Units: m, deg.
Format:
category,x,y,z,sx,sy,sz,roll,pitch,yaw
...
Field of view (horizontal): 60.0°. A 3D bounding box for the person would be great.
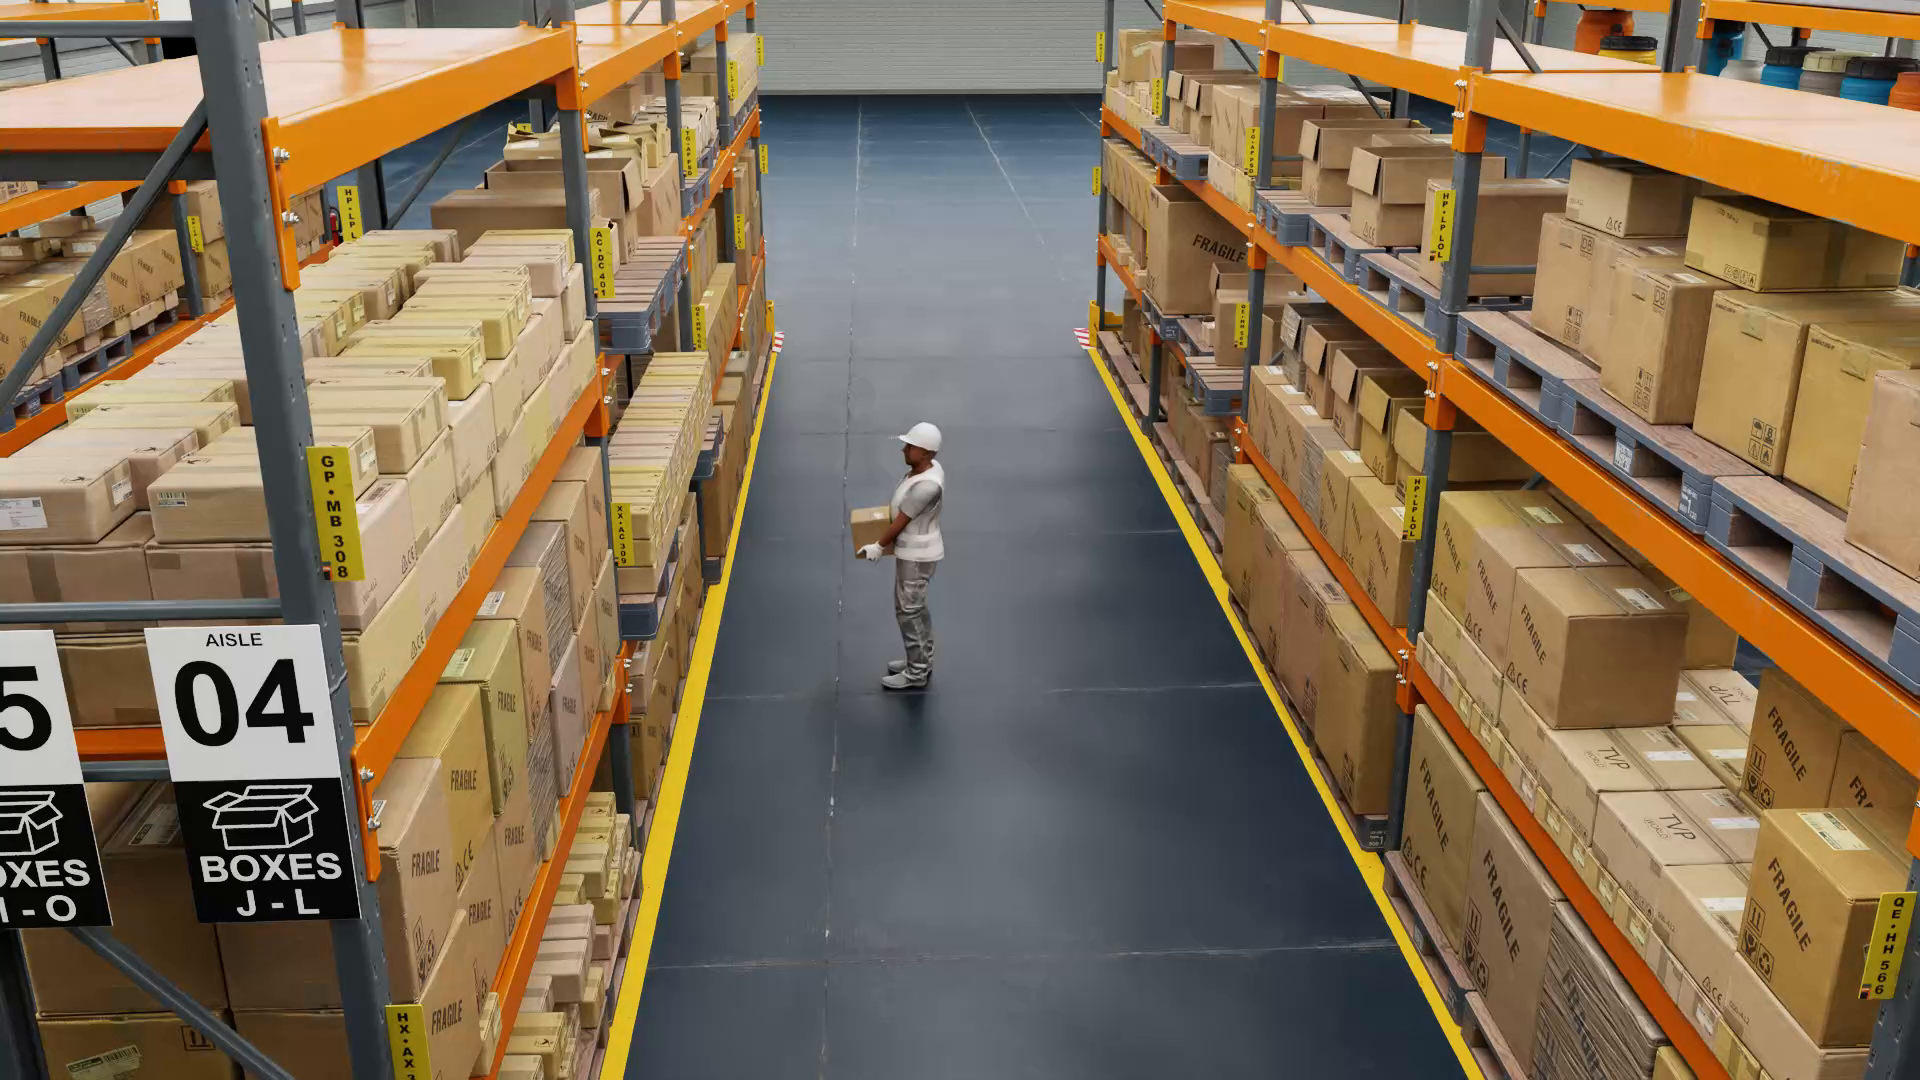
category,x,y,z,sx,sy,sz,roll,pitch,yaw
person,-0.379,0.099,10.784,0.573,1.778,0.488,-1,20,-2
